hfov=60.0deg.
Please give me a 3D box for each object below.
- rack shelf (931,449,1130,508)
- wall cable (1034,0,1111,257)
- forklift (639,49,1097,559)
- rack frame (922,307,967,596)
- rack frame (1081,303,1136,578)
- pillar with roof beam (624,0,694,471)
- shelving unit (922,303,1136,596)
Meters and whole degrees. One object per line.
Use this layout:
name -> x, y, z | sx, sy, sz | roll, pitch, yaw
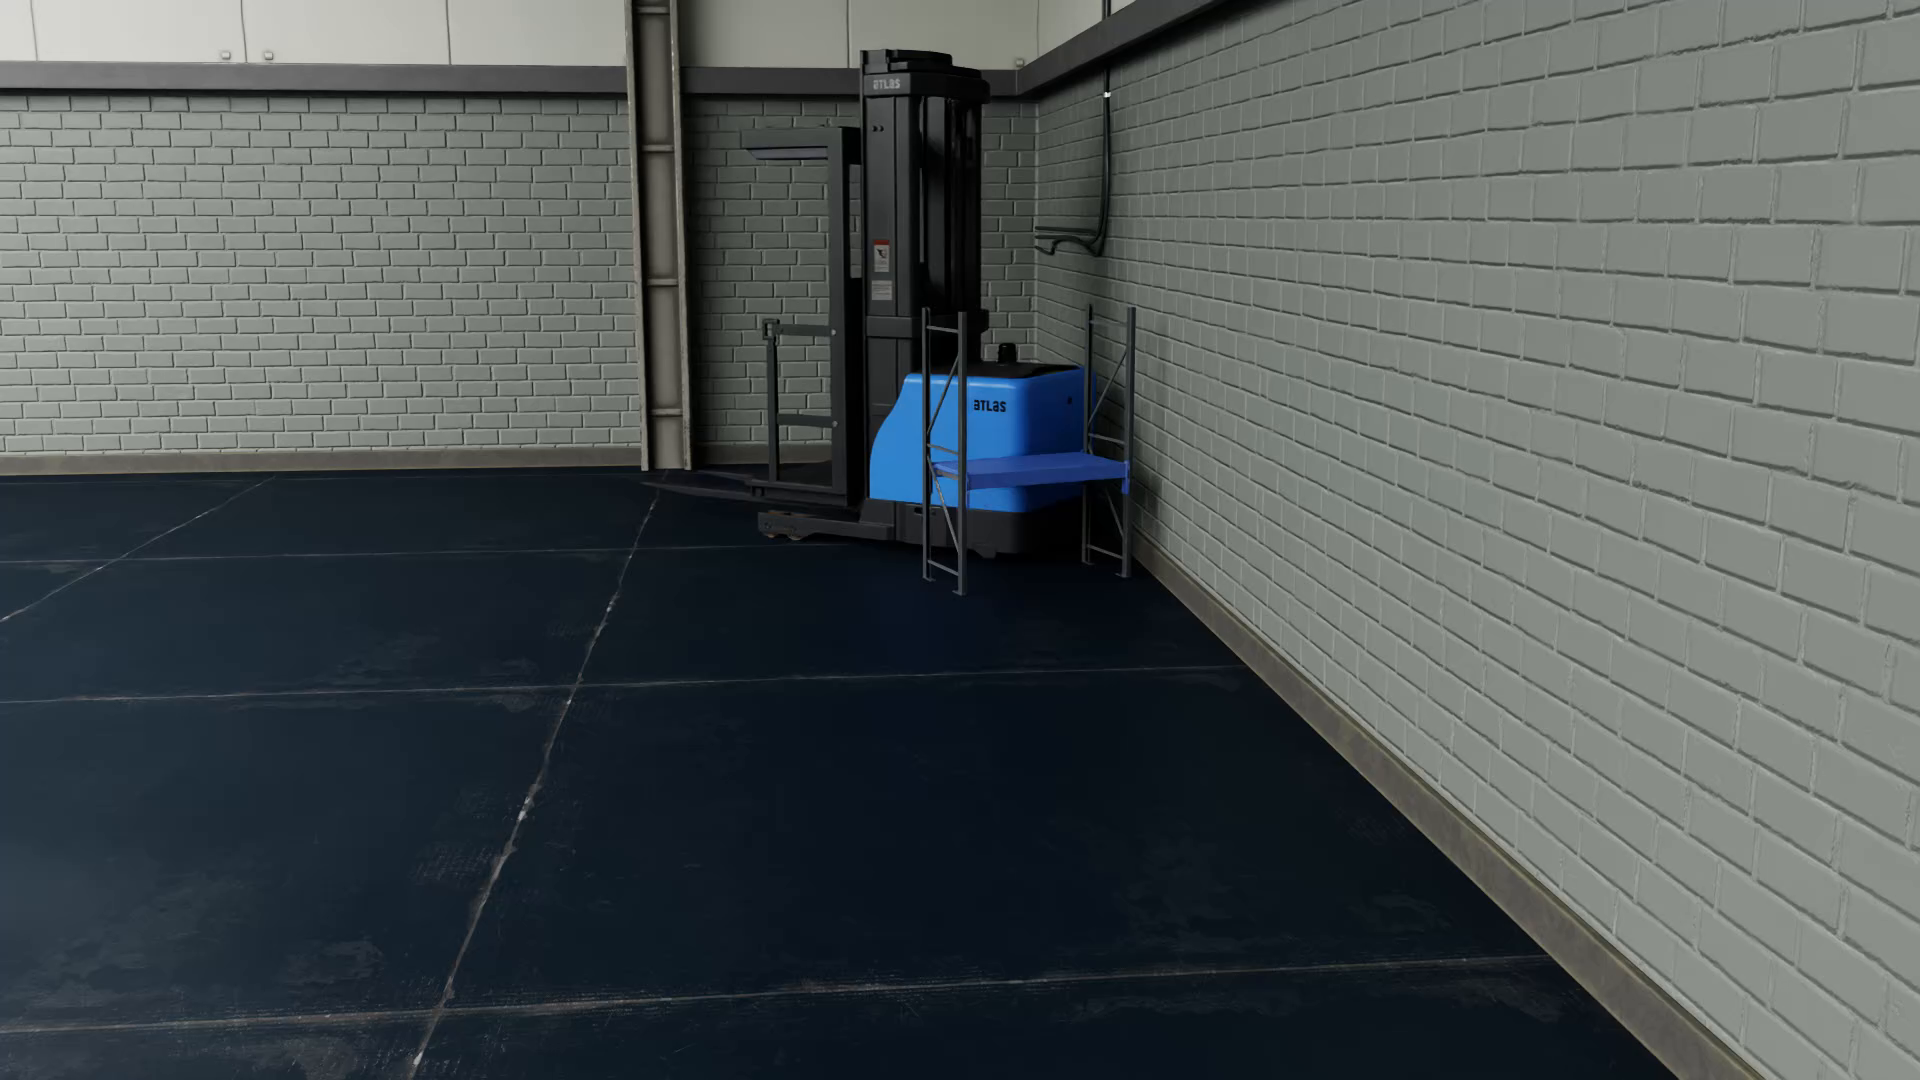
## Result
rack shelf -> 0.374, -0.348, 9.182 | 1.000, 0.185, 0.538 | -5, 12, -25
wall cable -> 0.731, -3.283, 11.791 | 0.112, 2.526, 3.097 | -1, 11, -6
forklift -> -0.682, -1.514, 10.469 | 3.031, 2.935, 1.130 | 6, 13, 30
rack frame -> -0.085, -0.482, 8.932 | 0.032, 1.500, 0.500 | -5, 12, -25
rack frame -> 0.832, -0.567, 9.362 | 0.032, 1.500, 0.500 | -5, 12, -25
pillar with roof beam -> -1.876, -4.174, 8.270 | 0.400, 9.000, 9.100 | -1, 11, -6
shelving unit -> 0.374, -0.524, 9.147 | 1.048, 1.500, 0.538 | -5, 12, -25
